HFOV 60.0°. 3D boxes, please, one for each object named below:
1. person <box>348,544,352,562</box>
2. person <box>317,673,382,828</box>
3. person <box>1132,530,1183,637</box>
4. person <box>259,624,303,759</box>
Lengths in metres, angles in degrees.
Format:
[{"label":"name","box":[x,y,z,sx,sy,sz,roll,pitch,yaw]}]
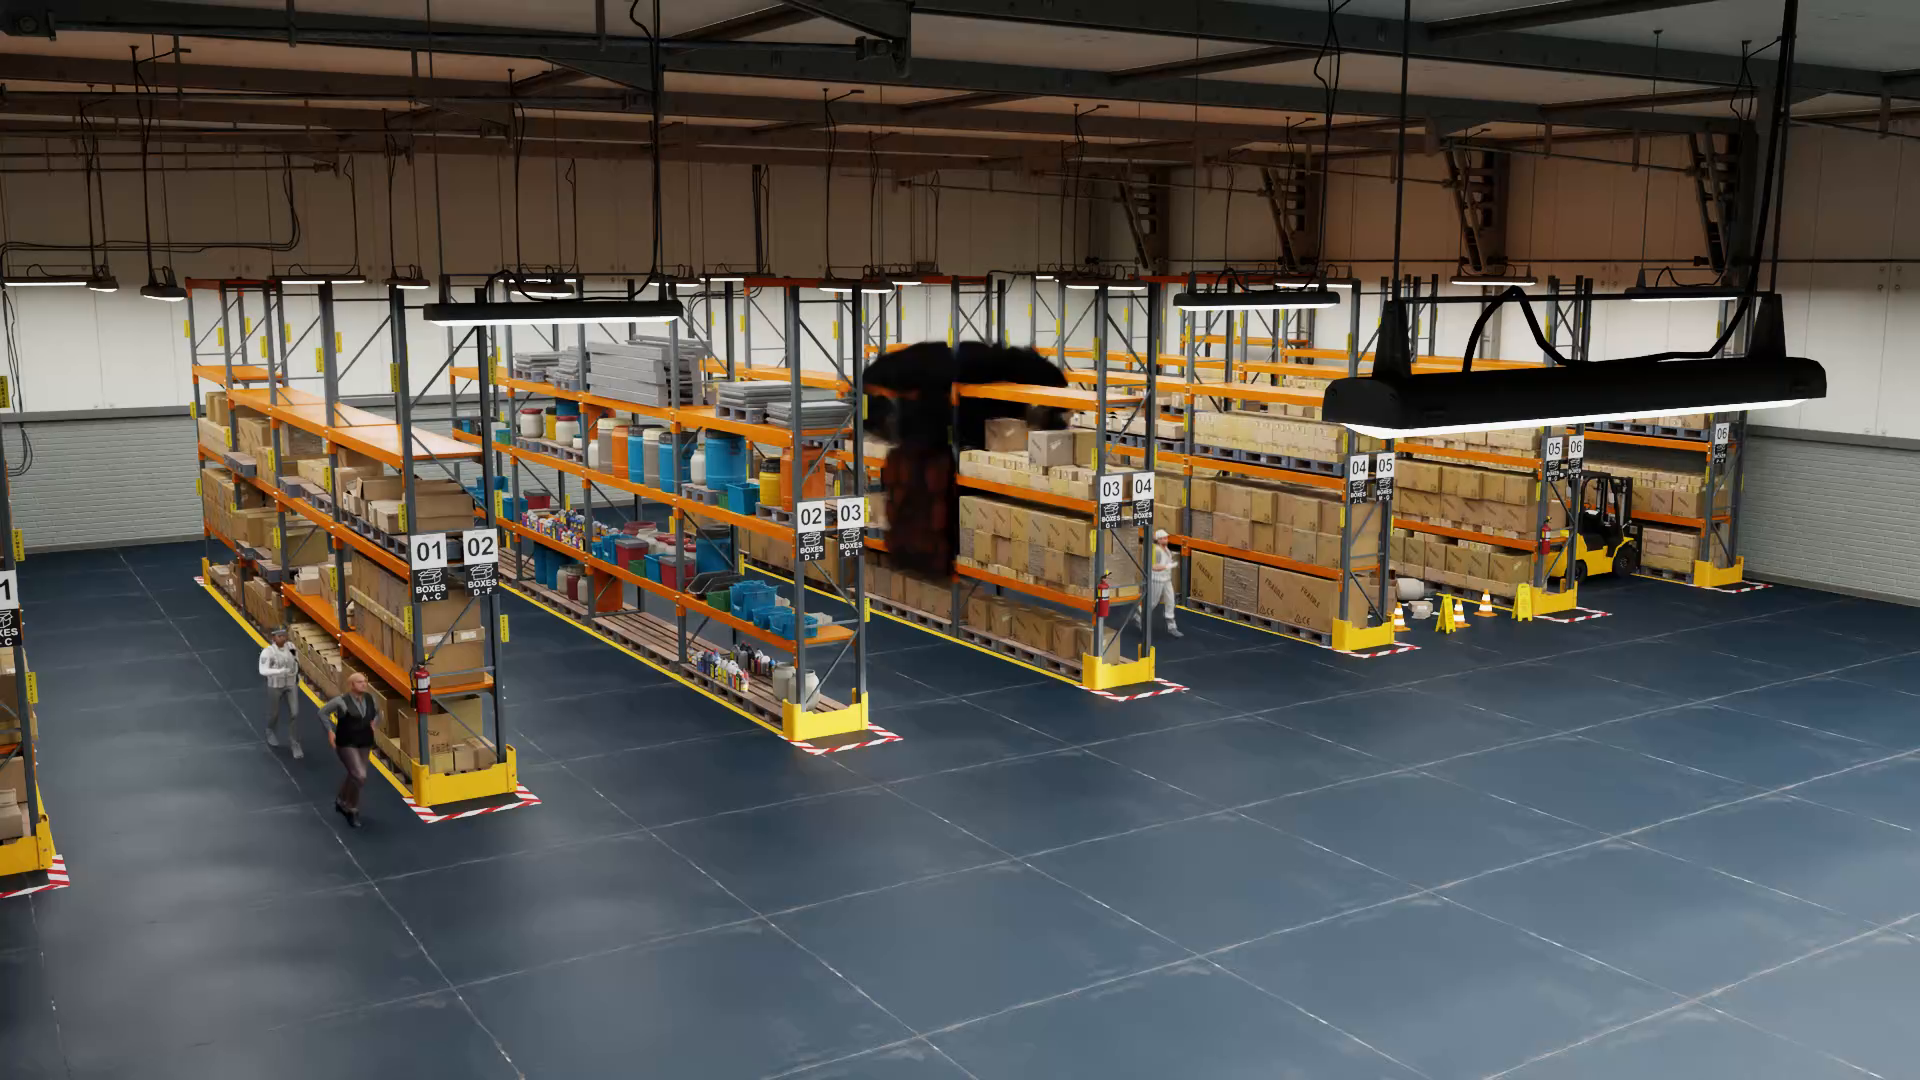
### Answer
[{"label":"person","box":[-12.472,-0.084,33.609,0.560,1.654,0.877,-7,12,-38]},{"label":"person","box":[-6.885,2.370,18.928,0.725,1.748,0.635,6,11,33]},{"label":"person","box":[3.371,0.712,28.222,0.944,1.798,0.664,7,12,36]},{"label":"person","box":[-8.774,1.908,21.475,0.573,1.720,0.883,-8,12,-40]}]
